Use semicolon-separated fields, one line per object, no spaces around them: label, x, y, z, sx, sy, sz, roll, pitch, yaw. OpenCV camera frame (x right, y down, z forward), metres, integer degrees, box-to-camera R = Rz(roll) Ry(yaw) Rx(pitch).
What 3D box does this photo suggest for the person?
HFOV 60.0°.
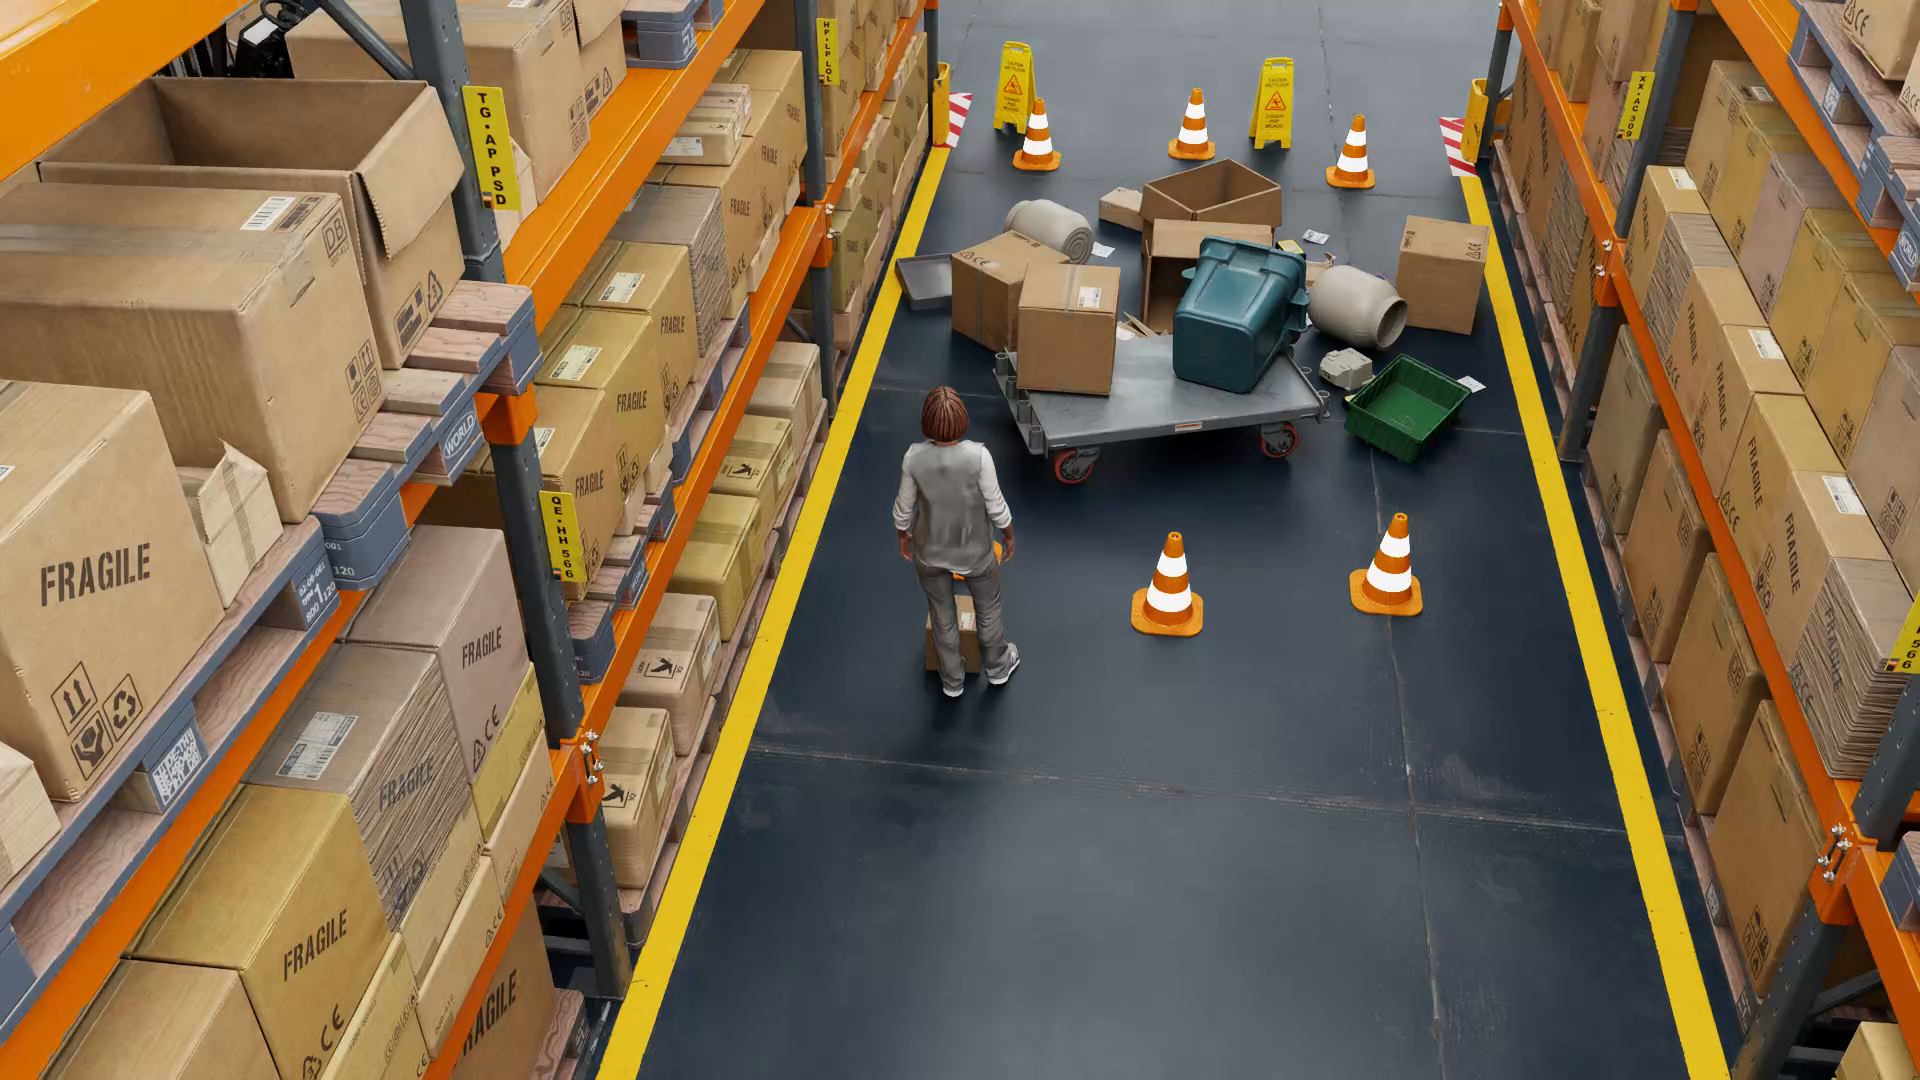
person;-0.006;-0.006;7.038;0.520;1.596;0.475;4;37;6
